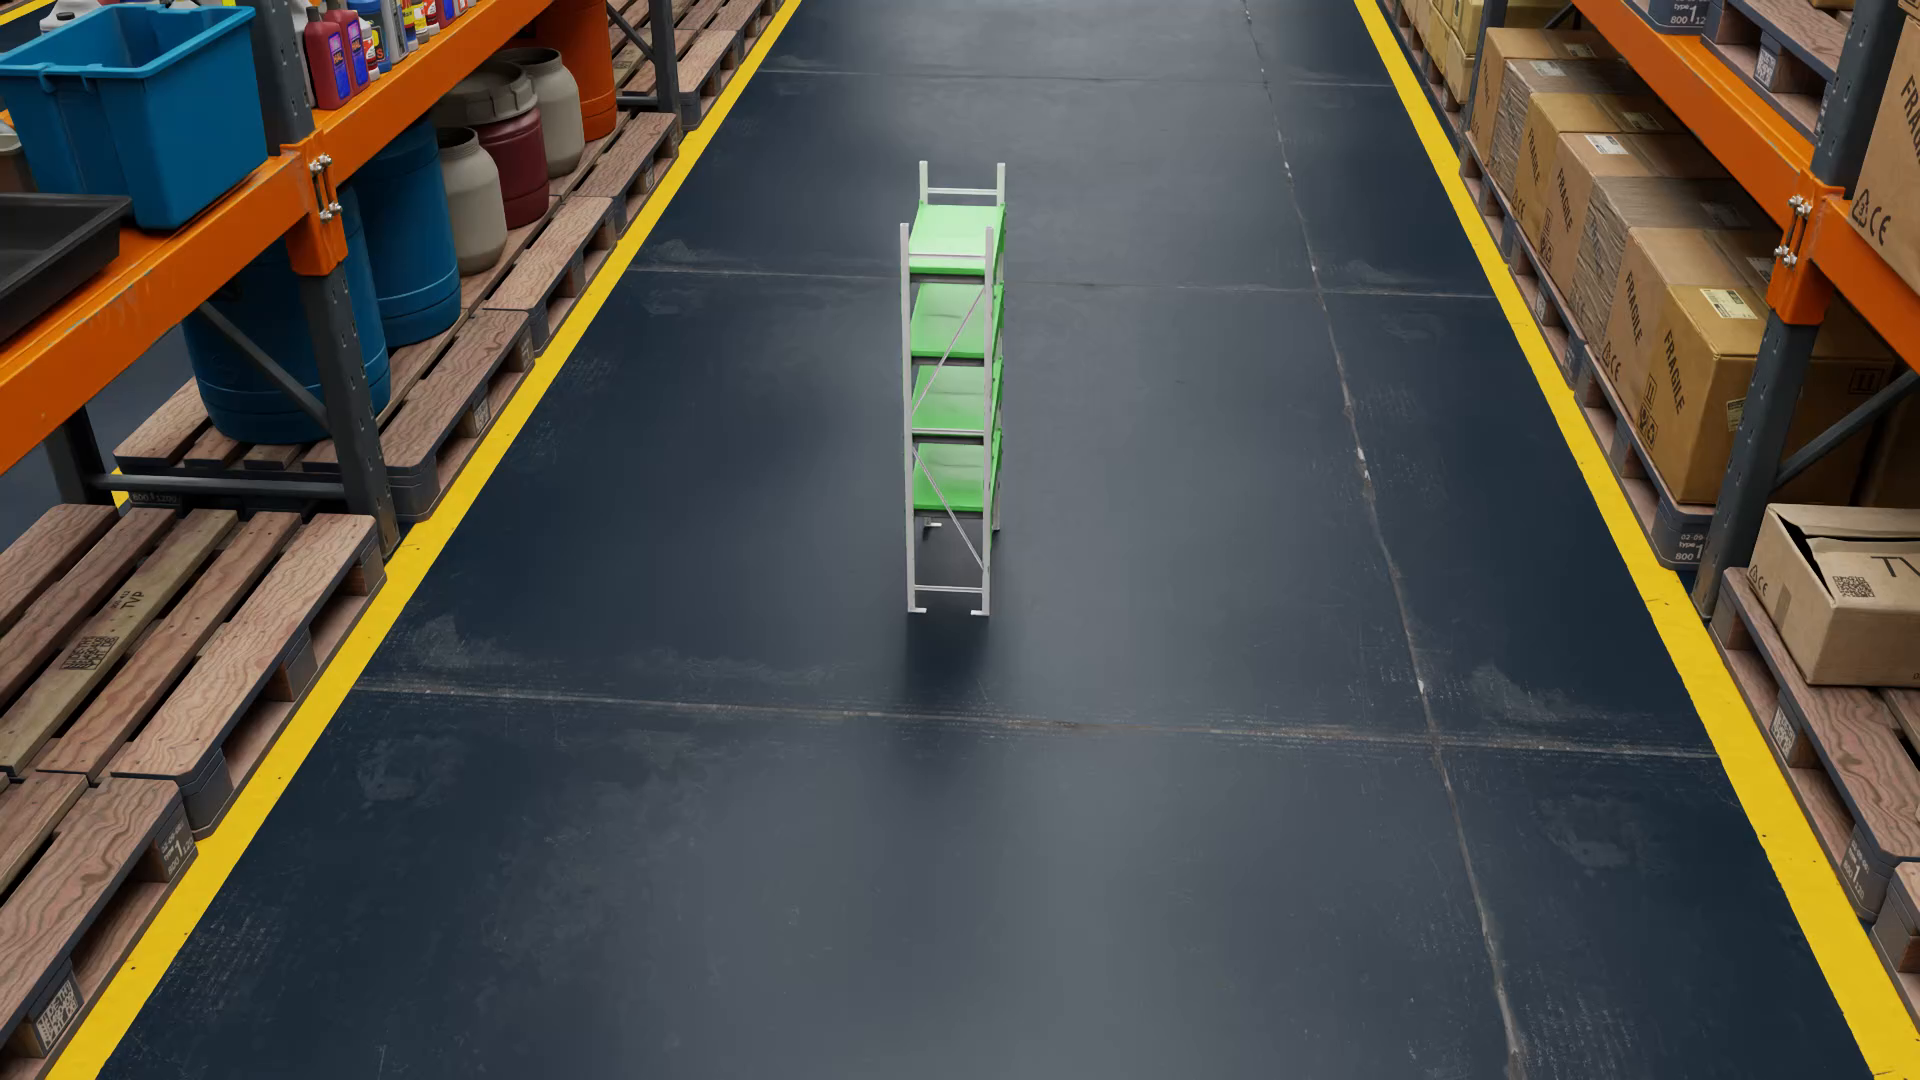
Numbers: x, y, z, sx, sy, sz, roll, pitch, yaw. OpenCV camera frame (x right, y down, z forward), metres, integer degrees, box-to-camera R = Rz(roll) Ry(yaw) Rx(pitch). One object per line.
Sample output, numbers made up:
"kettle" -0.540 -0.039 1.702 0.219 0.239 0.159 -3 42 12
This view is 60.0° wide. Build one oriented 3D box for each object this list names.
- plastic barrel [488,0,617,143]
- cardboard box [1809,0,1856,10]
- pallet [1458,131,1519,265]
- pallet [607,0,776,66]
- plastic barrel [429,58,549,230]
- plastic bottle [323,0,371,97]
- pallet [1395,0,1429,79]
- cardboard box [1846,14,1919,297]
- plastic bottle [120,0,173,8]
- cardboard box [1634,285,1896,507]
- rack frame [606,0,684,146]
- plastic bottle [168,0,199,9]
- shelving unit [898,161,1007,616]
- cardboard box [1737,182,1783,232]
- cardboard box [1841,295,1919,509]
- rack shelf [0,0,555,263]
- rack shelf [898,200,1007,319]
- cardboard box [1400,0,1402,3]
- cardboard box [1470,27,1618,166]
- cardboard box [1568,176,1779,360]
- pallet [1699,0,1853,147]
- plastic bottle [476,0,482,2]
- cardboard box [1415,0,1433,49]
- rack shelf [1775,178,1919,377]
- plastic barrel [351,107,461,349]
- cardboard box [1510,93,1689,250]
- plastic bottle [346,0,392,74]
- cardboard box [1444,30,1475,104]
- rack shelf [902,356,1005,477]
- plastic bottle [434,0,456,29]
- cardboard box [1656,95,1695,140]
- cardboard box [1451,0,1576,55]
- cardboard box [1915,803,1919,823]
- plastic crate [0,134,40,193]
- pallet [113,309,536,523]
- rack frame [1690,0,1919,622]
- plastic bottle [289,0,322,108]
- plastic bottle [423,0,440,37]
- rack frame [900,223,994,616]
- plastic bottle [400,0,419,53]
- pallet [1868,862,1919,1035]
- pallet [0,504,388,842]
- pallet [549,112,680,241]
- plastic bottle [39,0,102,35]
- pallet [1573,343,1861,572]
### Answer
"plastic barrel" -1.961 -2.352 7.876 0.600 0.830 0.708 2 32 4
"cardboard box" 2.927 -1.871 4.931 0.700 0.500 0.500 7 32 12
"pallet" 2.900 -1.565 7.588 1.003 0.211 1.213 2 32 4
"pallet" -1.735 -3.206 10.252 1.003 0.211 1.213 2 32 4
"plastic barrel" -2.053 -1.659 6.981 0.600 0.588 0.708 2 32 4
"plastic bottle" -1.798 -1.456 4.865 0.061 0.283 0.133 2 32 4
"pallet" 3.206 -3.018 9.947 1.003 0.211 1.213 2 32 4
"cardboard box" 2.360 -0.837 3.653 0.500 0.500 0.500 3 32 5
"plastic bottle" -2.524 -1.620 5.139 0.152 0.276 0.135 2 32 4
"cardboard box" 2.427 -0.442 5.072 0.500 0.500 0.500 2 32 4
"rack frame" -1.938 -3.354 7.833 1.000 3.000 0.127 2 32 4
"plastic bottle" -2.398 -1.593 5.165 0.097 0.201 0.097 0 32 0
"shelving unit" -0.013 -0.424 4.795 0.258 1.200 0.503 2 32 4
"cardboard box" 3.035 -0.955 5.904 0.500 0.500 0.500 3 32 5
"cardboard box" 2.955 -0.415 5.027 0.500 0.500 0.500 1 32 2
"rack shelf" -2.101 -2.002 6.325 1.077 0.370 4.000 2 32 4
"rack shelf" -0.013 -0.778 4.576 0.258 0.148 0.480 2 32 4
"cardboard box" 2.962 -3.502 10.294 0.500 0.250 0.500 2 32 2
"cardboard box" 2.676 -2.038 7.661 0.500 0.500 0.500 4 32 6
"cardboard box" 2.517 -0.963 5.916 0.500 0.500 0.500 3 32 5
"pallet" 2.846 -1.380 4.814 1.003 0.211 1.213 2 32 4
"plastic bottle" -1.752 -2.041 5.821 0.152 0.276 0.135 2 32 4
"cardboard box" 2.880 -2.967 9.425 0.500 0.250 0.500 3 32 5
"rack shelf" 2.510 0.303 2.585 1.077 0.370 4.000 2 32 4
"plastic barrel" -2.145 -1.202 5.941 0.600 0.901 0.708 2 32 4
"cardboard box" 2.594 -1.502 6.791 0.500 0.500 0.500 2 32 3
"plastic bottle" -1.799 -1.563 5.050 0.097 0.271 0.097 0 32 0
"cardboard box" 2.798 -2.434 8.561 0.500 0.250 0.500 3 32 5
"rack shelf" -0.013 -0.370 4.828 0.258 0.148 0.480 2 32 4
"plastic bottle" -1.737 -1.851 5.505 0.061 0.283 0.133 2 32 4
"cardboard box" 3.114 -1.494 6.778 0.500 0.500 0.500 1 32 2
"cardboard box" 2.796 -2.672 8.412 0.500 0.311 0.500 3 32 5
"cardboard box" 2.362 0.633 3.645 0.380 0.166 0.250 2 32 4
"plastic crate" -2.444 -0.938 4.108 0.396 0.136 0.243 2 32 4
"pallet" -2.160 -0.477 5.823 1.003 0.211 1.213 2 32 4
"rack frame" 2.673 -1.049 4.093 1.000 3.000 0.127 2 32 4
"plastic bottle" -1.909 -1.433 4.763 0.144 0.351 0.185 2 32 4
"plastic bottle" -1.764 -1.756 5.430 0.097 0.201 0.097 0 32 0
"rack frame" -0.033 -0.297 4.588 0.240 1.200 0.015 2 32 4
"plastic bottle" -1.780 -1.684 5.246 0.097 0.271 0.097 0 32 0
"pallet" 2.519 1.137 3.204 1.003 0.211 1.213 2 32 4
"pallet" -2.285 0.311 4.544 1.003 0.211 1.213 2 32 4
"pallet" -1.961 -1.753 7.893 1.003 0.211 1.213 2 32 4
"plastic bottle" -2.554 -1.429 4.829 0.152 0.276 0.135 2 32 4
"pallet" 2.701 -0.289 5.517 1.003 0.211 1.213 2 32 4
